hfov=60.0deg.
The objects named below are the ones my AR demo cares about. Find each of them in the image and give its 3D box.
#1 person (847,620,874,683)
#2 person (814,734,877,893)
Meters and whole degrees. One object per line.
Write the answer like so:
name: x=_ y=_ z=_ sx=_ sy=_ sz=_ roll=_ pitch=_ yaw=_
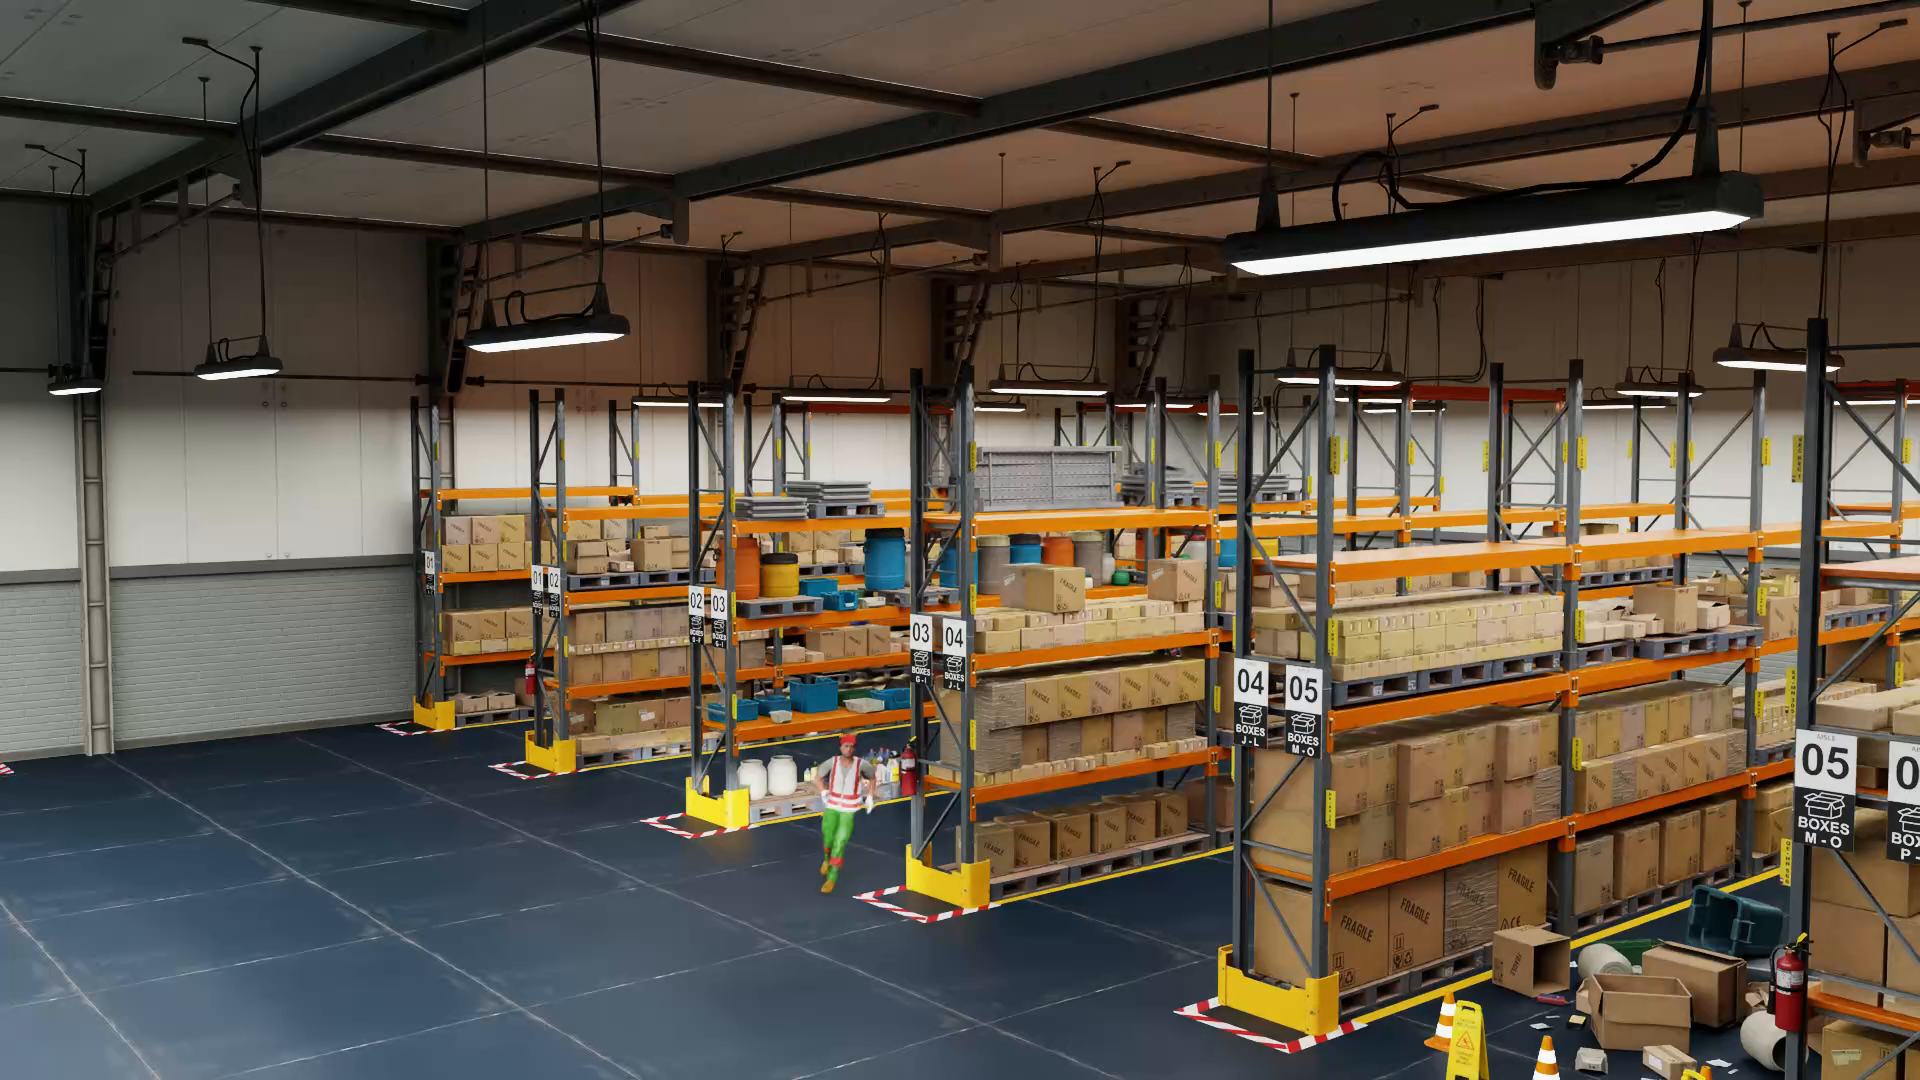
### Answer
person: x=-2.069 y=2.091 z=33.622 sx=0.660 sy=1.651 sz=0.590 roll=-3 pitch=4 yaw=-40
person: x=-1.357 y=3.124 z=19.306 sx=0.714 sy=1.757 sz=0.983 roll=0 pitch=3 yaw=7
